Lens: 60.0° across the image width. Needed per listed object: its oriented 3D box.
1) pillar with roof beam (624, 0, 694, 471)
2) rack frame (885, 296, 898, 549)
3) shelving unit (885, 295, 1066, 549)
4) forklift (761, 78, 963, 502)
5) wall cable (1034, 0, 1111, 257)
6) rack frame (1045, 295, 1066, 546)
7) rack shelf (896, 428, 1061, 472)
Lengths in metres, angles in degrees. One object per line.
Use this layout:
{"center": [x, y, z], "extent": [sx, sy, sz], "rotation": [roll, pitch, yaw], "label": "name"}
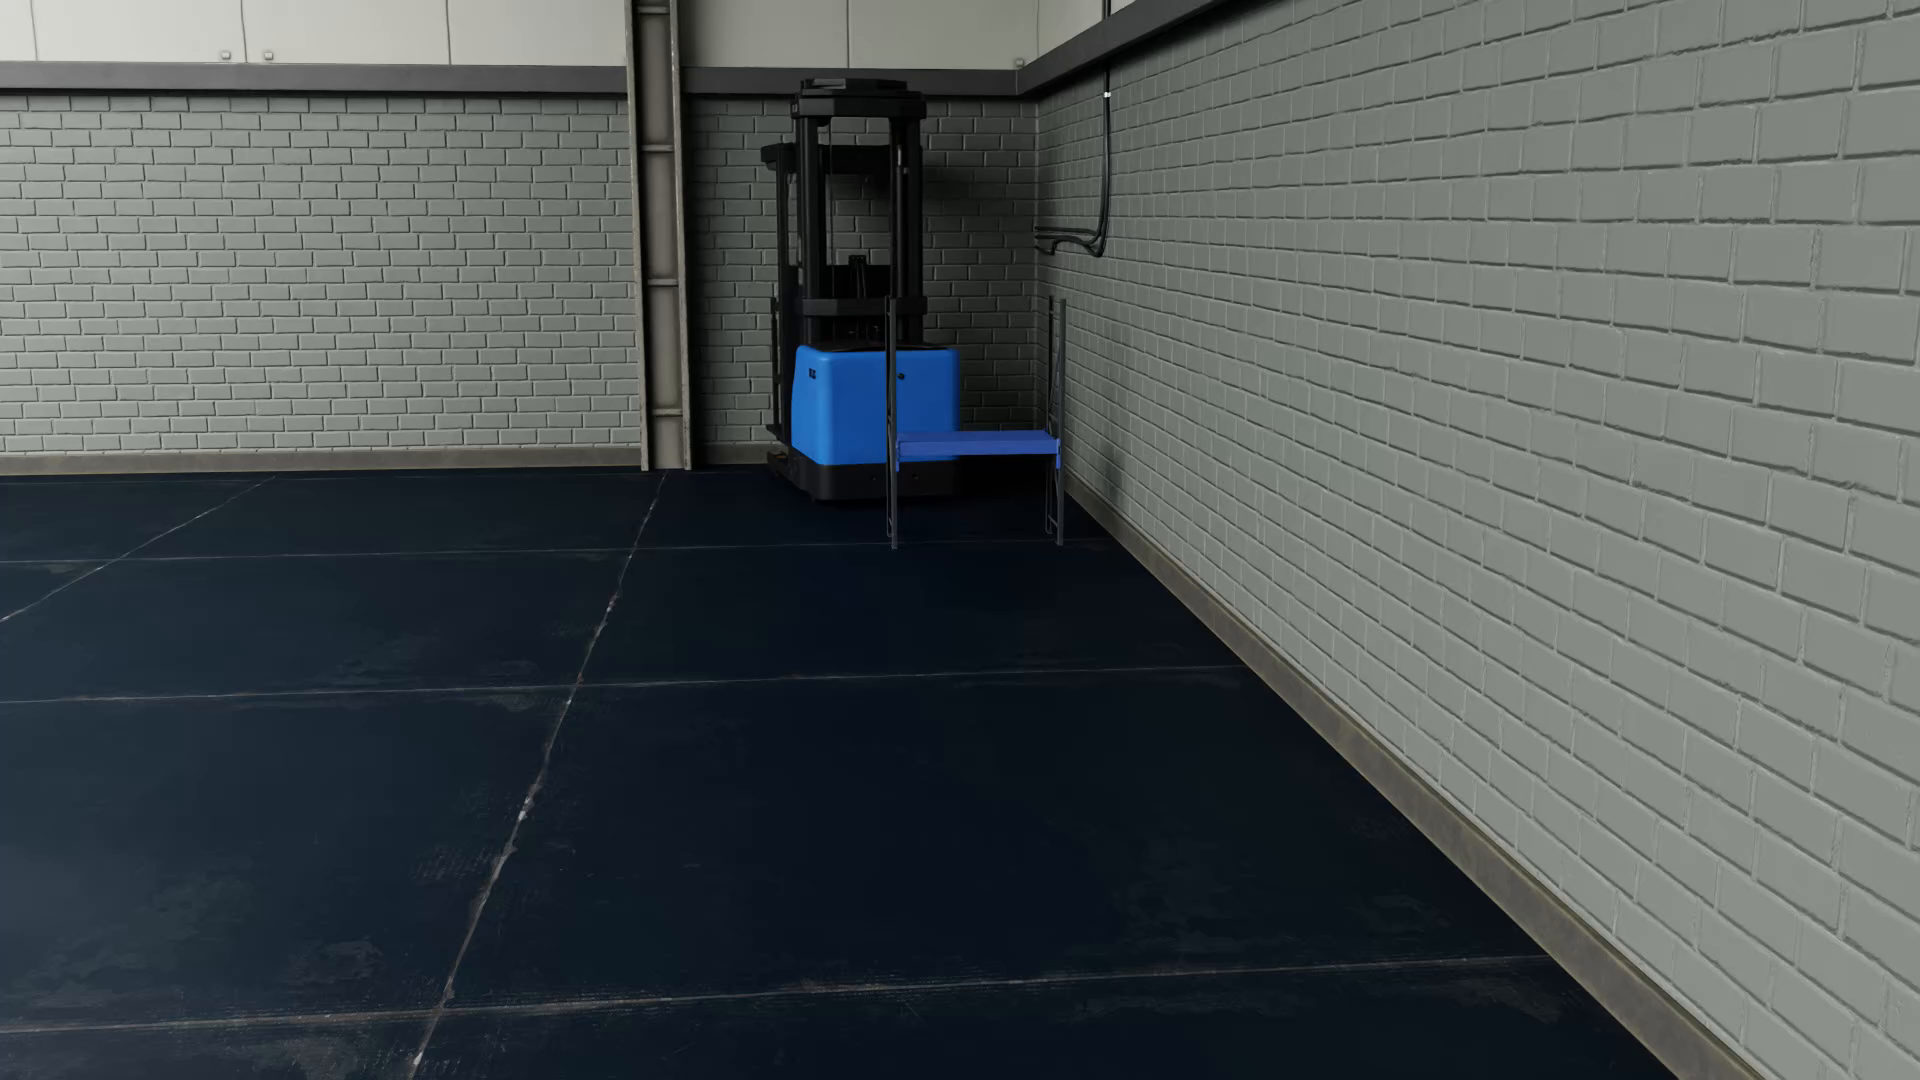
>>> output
{"center": [-1.876, -4.174, 8.270], "extent": [0.400, 9.000, 9.100], "rotation": [-1, 11, -6], "label": "pillar with roof beam"}
{"center": [-0.421, -0.727, 10.178], "extent": [0.032, 1.500, 0.500], "rotation": [-1, 11, -6], "label": "rack frame"}
{"center": [0.085, -0.738, 10.232], "extent": [1.048, 1.500, 0.538], "rotation": [-1, 11, -6], "label": "shelving unit"}
{"center": [-0.883, -1.942, 12.650], "extent": [1.130, 2.935, 3.031], "rotation": [-3, 12, -16], "label": "forklift"}
{"center": [0.731, -3.283, 11.791], "extent": [0.112, 2.526, 3.097], "rotation": [-1, 11, -6], "label": "wall cable"}
{"center": [0.590, -0.748, 10.286], "extent": [0.032, 1.500, 0.500], "rotation": [-1, 11, -6], "label": "rack frame"}
{"center": [0.085, -0.561, 10.267], "extent": [1.000, 0.185, 0.538], "rotation": [-1, 11, -6], "label": "rack shelf"}
